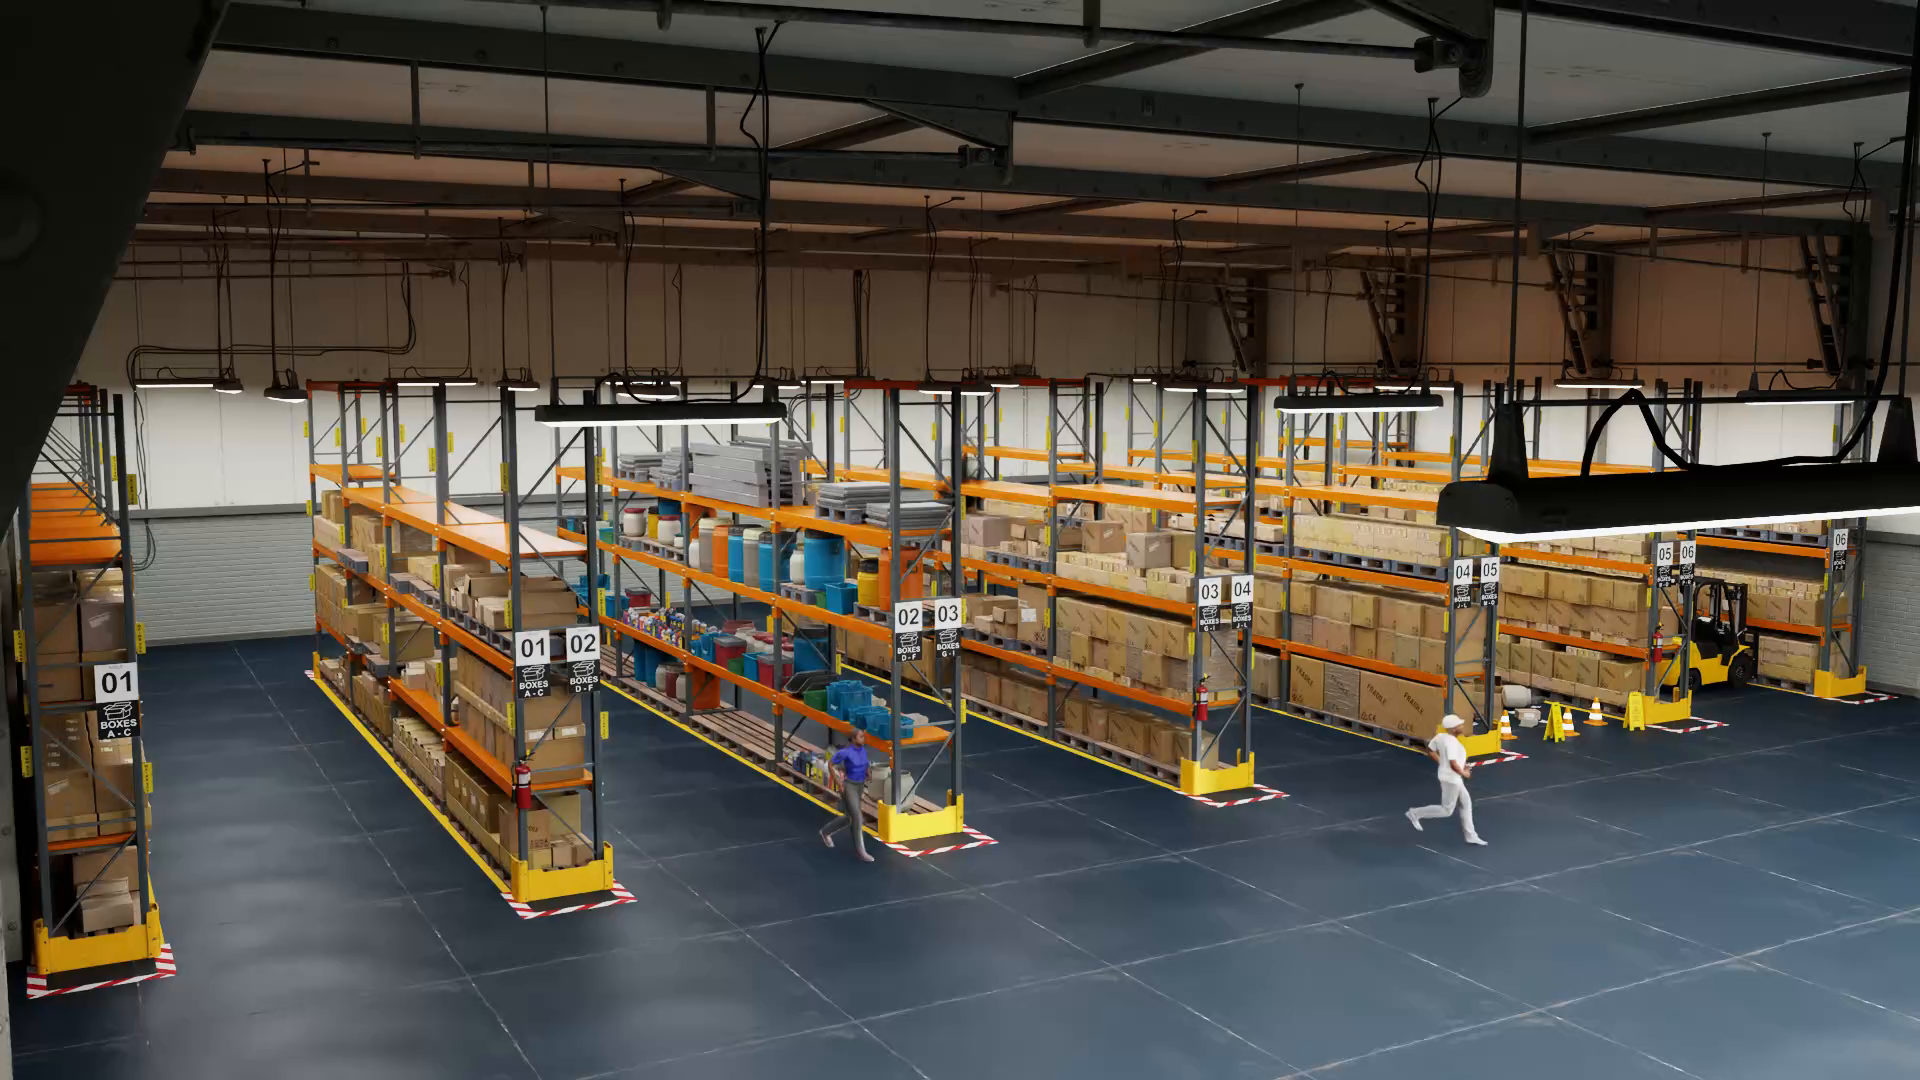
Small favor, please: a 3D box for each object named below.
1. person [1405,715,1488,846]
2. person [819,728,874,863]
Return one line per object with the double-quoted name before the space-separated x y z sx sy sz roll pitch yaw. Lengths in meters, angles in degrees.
"person" 6.414 3.164 21.840 1.090 1.757 0.672 1 6 8
"person" -1.392 3.238 21.457 0.918 1.640 0.628 4 7 31
